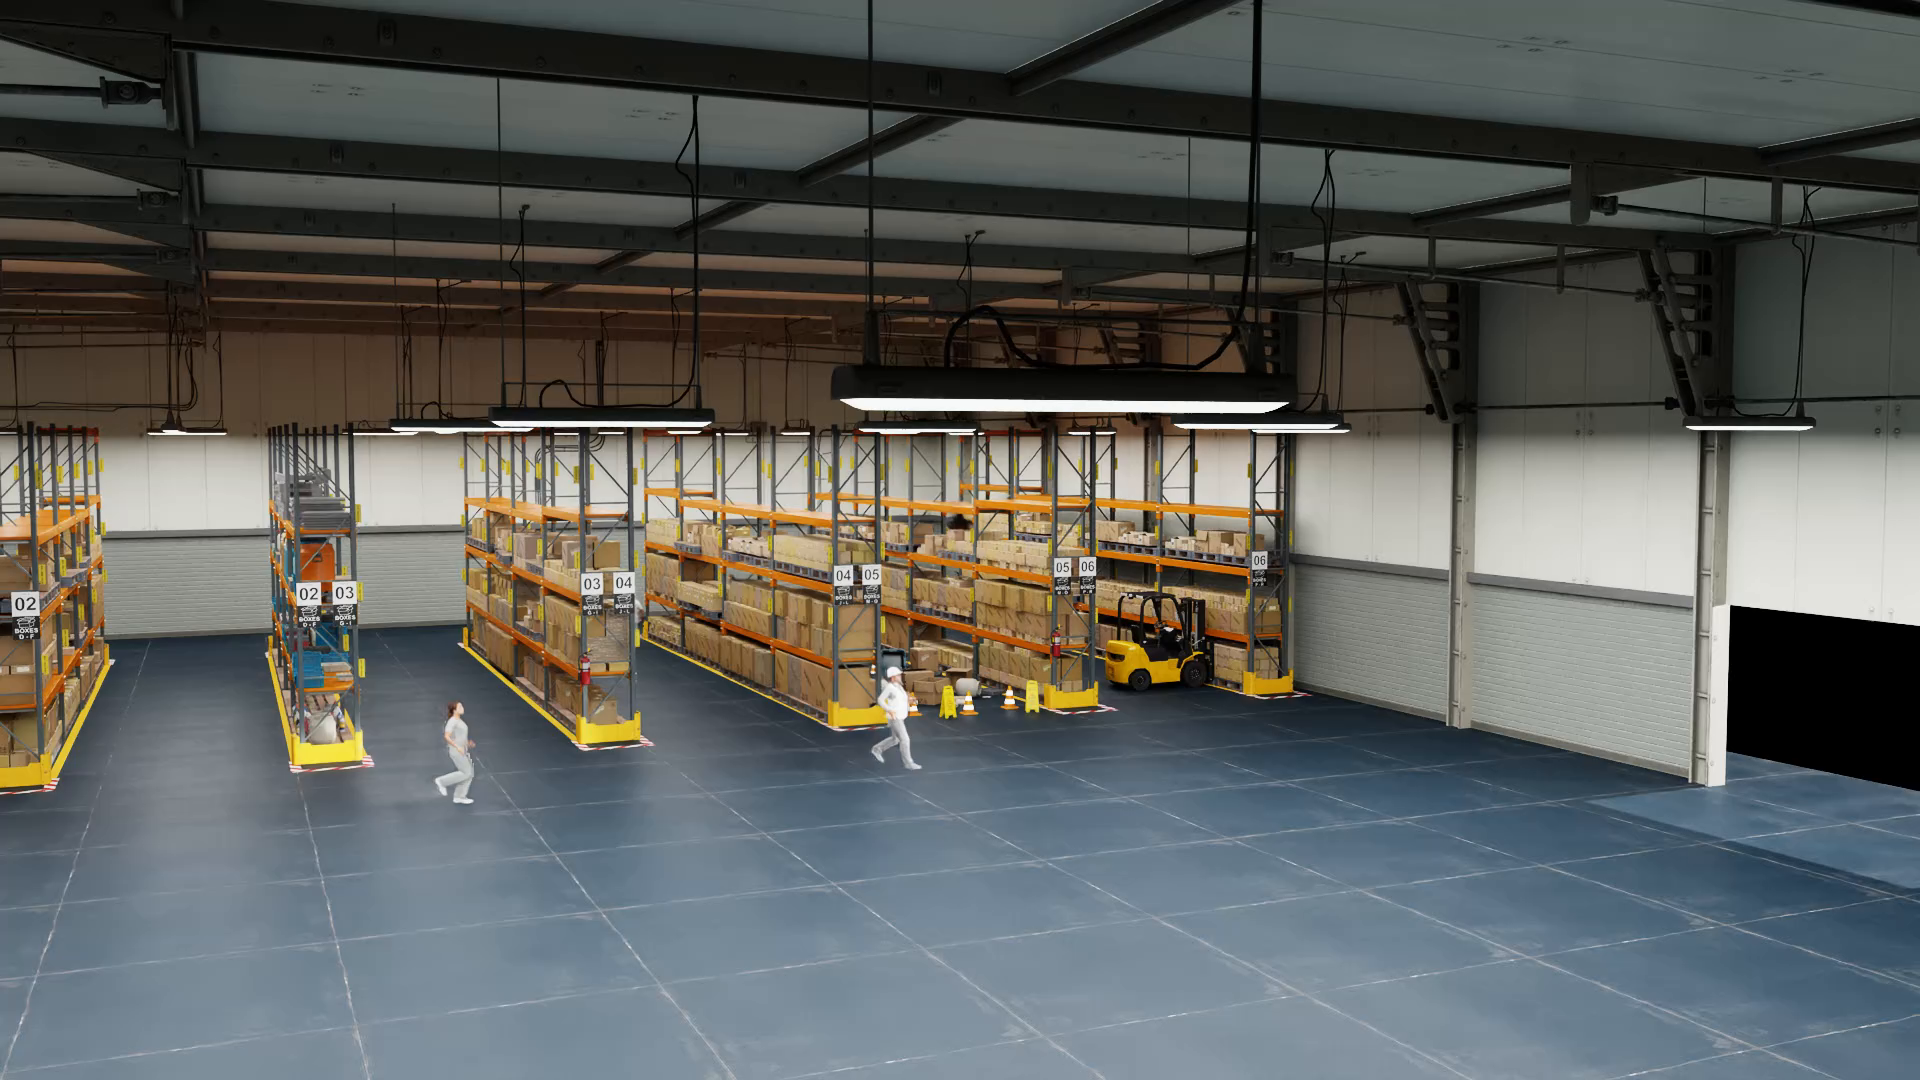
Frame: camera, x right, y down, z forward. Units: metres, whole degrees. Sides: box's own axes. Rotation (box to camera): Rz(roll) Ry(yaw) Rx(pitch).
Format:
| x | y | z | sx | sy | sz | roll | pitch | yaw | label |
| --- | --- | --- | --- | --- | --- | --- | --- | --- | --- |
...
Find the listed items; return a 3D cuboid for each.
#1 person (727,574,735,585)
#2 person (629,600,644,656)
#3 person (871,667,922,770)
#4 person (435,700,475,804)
| x | y | z | sx | sy | sz | roll | pitch | yaw | label |
| --- | --- | --- | --- | --- | --- | --- | --- | --- | --- |
| -6.841 | 1.858 | 50.232 | 0.838 | 1.648 | 0.615 | -1 | 4 | -20 | person |
| -8.661 | 2.192 | 43.759 | 0.706 | 1.724 | 0.523 | -1 | 4 | -18 | person |
| -1.115 | 3.065 | 28.746 | 0.961 | 1.749 | 0.662 | 1 | 4 | 14 | person |
| -7.916 | 3.323 | 26.066 | 0.572 | 1.627 | 0.574 | 0 | 3 | -3 | person |
